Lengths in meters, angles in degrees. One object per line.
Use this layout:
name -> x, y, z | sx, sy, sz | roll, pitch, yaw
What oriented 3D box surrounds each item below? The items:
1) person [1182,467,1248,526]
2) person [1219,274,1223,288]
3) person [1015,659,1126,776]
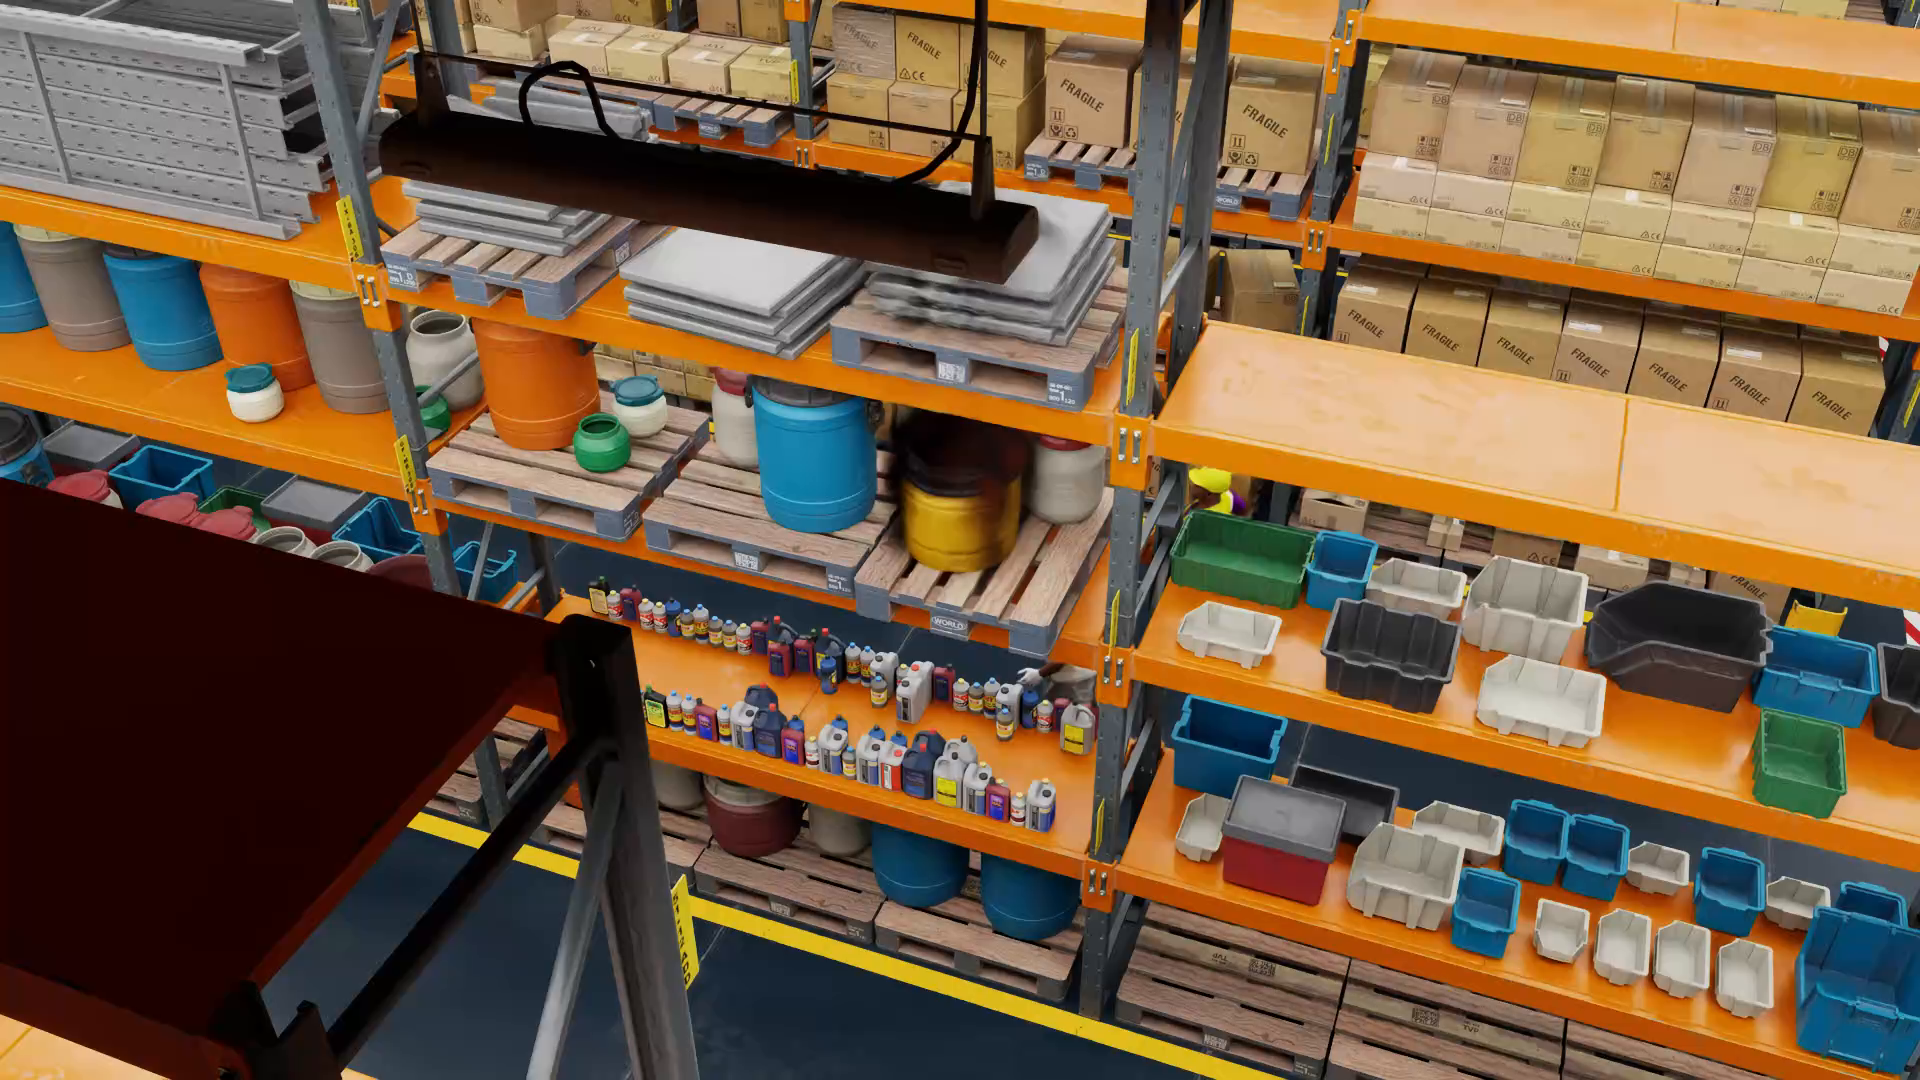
person -> 1.647, 0.206, 11.640 | 0.721, 1.789, 0.691 | 7, 37, 9
person -> 2.535, -1.748, 14.568 | 0.742, 1.428, 0.569 | 1, 37, 2
person -> 0.770, 0.824, 10.867 | 0.872, 1.689, 0.674 | 2, 37, 3
